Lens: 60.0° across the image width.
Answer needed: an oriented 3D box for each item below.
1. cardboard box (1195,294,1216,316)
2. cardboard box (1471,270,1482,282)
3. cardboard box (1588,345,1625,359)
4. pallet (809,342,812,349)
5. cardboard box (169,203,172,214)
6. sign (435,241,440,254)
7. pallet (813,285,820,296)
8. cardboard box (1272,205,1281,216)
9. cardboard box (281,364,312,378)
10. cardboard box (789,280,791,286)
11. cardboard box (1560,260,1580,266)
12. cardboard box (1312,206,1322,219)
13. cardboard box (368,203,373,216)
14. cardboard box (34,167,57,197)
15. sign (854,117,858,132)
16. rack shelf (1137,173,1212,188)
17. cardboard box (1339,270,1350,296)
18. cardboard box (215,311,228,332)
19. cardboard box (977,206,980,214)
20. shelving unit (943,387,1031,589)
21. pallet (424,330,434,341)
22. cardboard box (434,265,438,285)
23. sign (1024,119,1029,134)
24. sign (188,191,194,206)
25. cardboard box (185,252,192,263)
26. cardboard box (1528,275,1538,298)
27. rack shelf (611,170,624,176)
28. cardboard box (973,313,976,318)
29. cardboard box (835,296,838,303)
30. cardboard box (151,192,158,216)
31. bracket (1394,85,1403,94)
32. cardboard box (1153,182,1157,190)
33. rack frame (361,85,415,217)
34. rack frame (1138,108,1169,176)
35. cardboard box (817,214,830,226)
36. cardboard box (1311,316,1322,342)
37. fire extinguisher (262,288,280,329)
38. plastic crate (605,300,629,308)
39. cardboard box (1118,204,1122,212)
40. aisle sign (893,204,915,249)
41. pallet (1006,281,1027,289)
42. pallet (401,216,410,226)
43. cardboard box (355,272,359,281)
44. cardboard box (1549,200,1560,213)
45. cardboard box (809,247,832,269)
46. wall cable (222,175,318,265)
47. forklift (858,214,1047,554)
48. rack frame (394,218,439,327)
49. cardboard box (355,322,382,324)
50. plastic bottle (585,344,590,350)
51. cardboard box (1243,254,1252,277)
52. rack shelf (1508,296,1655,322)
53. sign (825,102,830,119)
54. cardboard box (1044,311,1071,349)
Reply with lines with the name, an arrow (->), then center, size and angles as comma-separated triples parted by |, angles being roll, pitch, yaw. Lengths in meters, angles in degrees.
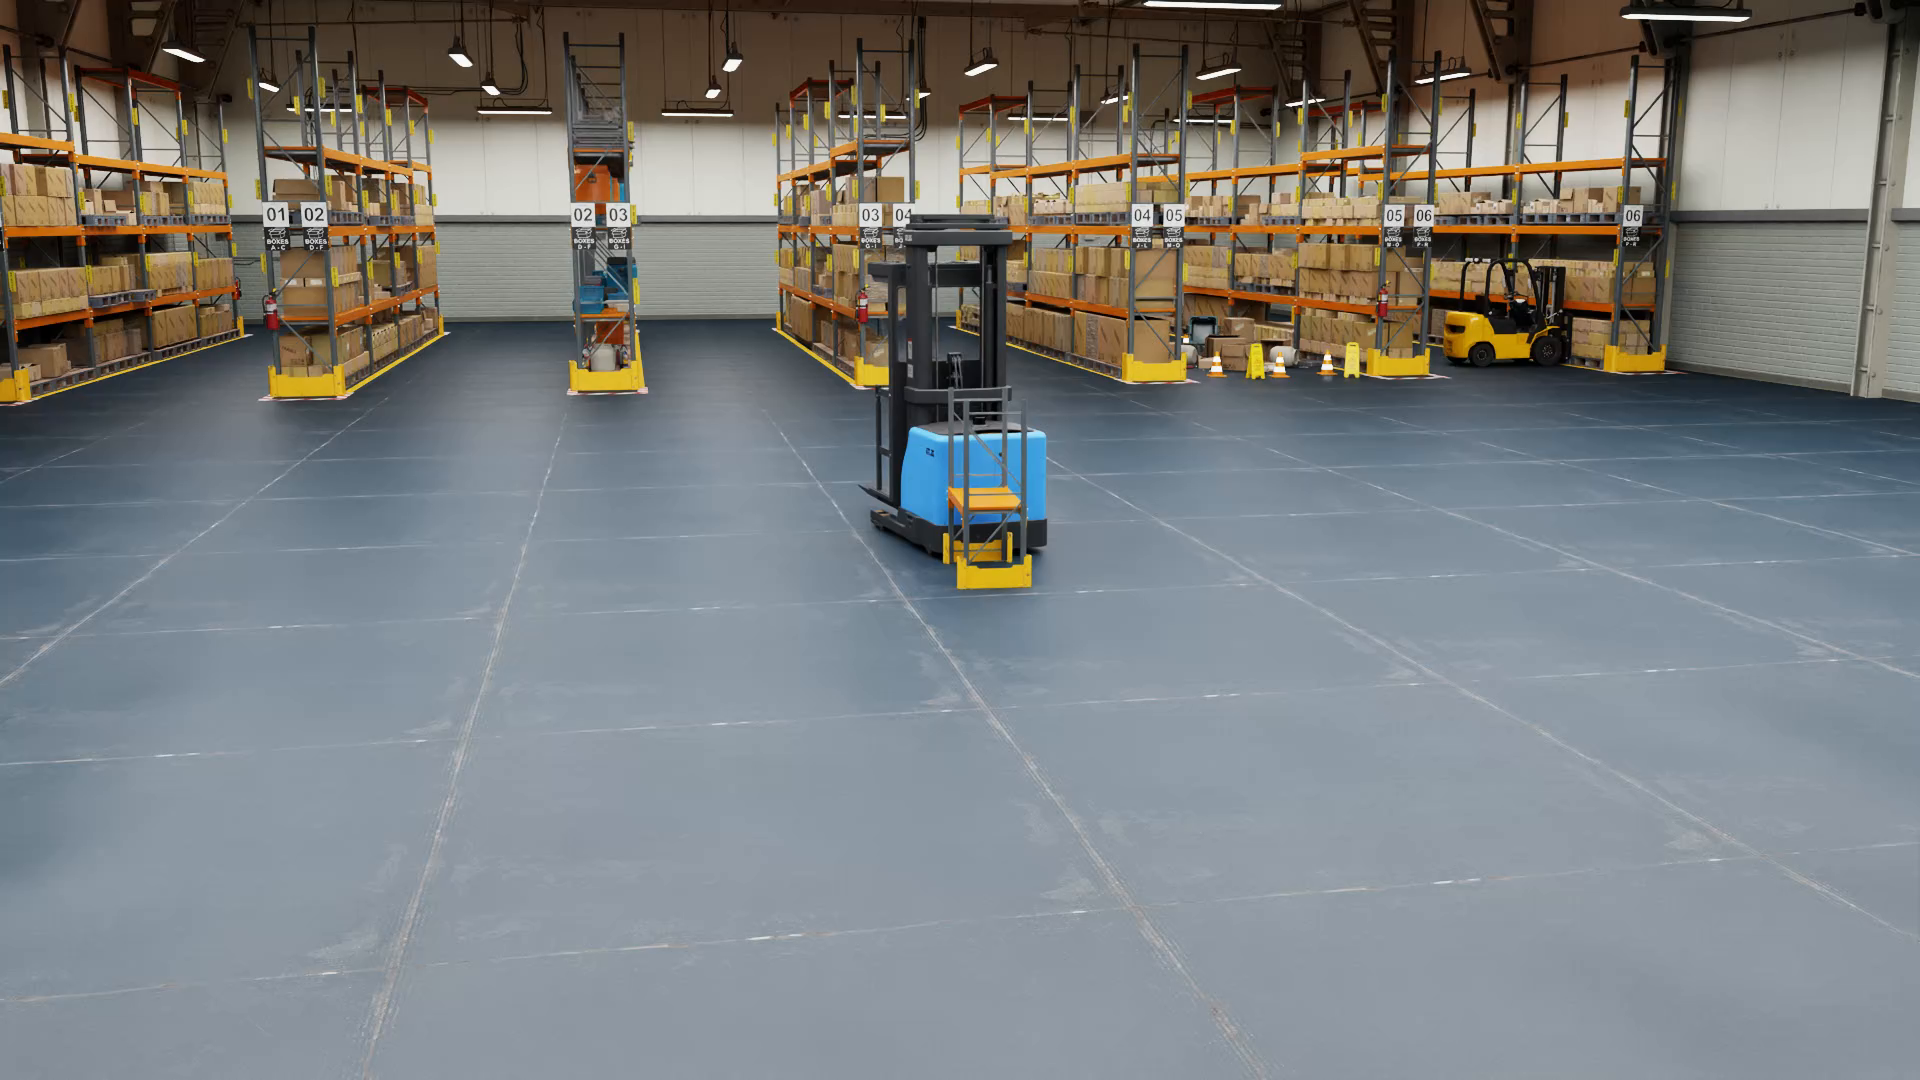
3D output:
cardboard box -> 6.476, -5.728, 41.881 | 0.875, 0.875, 0.875 | -2, 11, -9
cardboard box -> 11.970, -5.996, 37.796 | 0.500, 0.250, 0.500 | -2, 11, -10
cardboard box -> 12.894, -3.752, 33.172 | 0.500, 0.250, 0.500 | -2, 11, -11
pallet -> -2.929, -4.525, 38.460 | 1.003, 0.211, 1.213 | -2, 11, -11
cardboard box -> -18.567, -7.713, 38.740 | 0.500, 0.250, 0.500 | -2, 11, -10
sign -> -13.575, -7.596, 43.194 | 0.100, 0.325, 0.005 | -2, 11, -11
pallet -> -2.607, -5.526, 36.776 | 1.213, 0.211, 1.003 | -2, 11, -11
cardboard box -> 7.202, -7.269, 36.673 | 0.500, 0.250, 0.500 | -2, 11, -10
cardboard box -> -11.406, -2.864, 28.505 | 0.500, 0.250, 0.500 | -2, 11, -11
cardboard box -> -4.108, -6.496, 42.029 | 0.380, 0.149, 0.250 | -2, 11, -12
cardboard box -> 12.682, -5.722, 34.491 | 0.380, 0.149, 0.250 | -2, 11, -11
cardboard box -> 7.576, -6.735, 34.198 | 0.500, 0.250, 0.500 | -2, 11, -11
cardboard box -> -12.204, -6.712, 33.749 | 0.500, 0.250, 0.500 | -2, 11, -12
cardboard box -> -16.056, -6.220, 28.888 | 0.500, 0.500, 0.500 | -3, 11, -13
sign -> -2.319, -9.214, 36.882 | 0.100, 0.325, 0.005 | -2, 11, -11
rack shelf -> 5.704, -9.606, 44.644 | 1.077, 0.370, 4.000 | -2, 11, -11
cardboard box -> 7.864, -5.109, 33.009 | 0.500, 0.500, 0.500 | -2, 11, -11
cardboard box -> -18.650, -5.436, 41.351 | 0.700, 0.500, 0.500 | -2, 11, -11
cardboard box -> 0.722, -8.555, 43.218 | 0.500, 0.250, 0.500 | -2, 11, -9
shelving unit -> 0.213, -0.453, 13.617 | 0.587, 1.500, 1.083 | -1, 11, -7
pallet -> -13.719, -5.102, 41.491 | 1.003, 0.211, 1.213 | -2, 11, -11
cardboard box -> -13.769, -6.832, 42.856 | 0.500, 0.500, 0.500 | -2, 11, -9
sign -> 1.505, -9.333, 37.506 | 0.100, 0.325, 0.005 | -2, 11, -11
sign -> -17.673, -7.844, 38.195 | 0.100, 0.325, 0.005 | -2, 11, -11
cardboard box -> -17.862, -6.438, 37.930 | 0.500, 0.250, 0.500 | -2, 11, -10
cardboard box -> 12.465, -5.419, 35.430 | 0.500, 0.500, 0.500 | -2, 11, -10
rack shelf -> -8.097, -8.331, 37.949 | 1.077, 0.370, 4.000 | -2, 11, -11
cardboard box -> 0.550, -6.033, 44.630 | 0.380, 0.149, 0.250 | -3, 11, -14
cardboard box -> -2.289, -4.794, 33.086 | 0.380, 0.149, 0.250 | -2, 11, -11
cardboard box -> -17.934, -7.320, 36.221 | 0.700, 0.500, 0.500 | -2, 11, -11
bracket -> 11.443, -11.810, 43.603 | 0.235, 0.232, 0.430 | -2, 11, -11
cardboard box -> 3.791, -6.558, 30.810 | 0.380, 0.149, 0.250 | -2, 11, -11
rack frame -> -13.345, -9.069, 38.829 | 1.000, 3.000, 0.127 | -2, 11, -11
rack frame -> 5.315, -10.522, 46.466 | 1.000, 3.000, 0.127 | -2, 11, -11
cardboard box -> -2.799, -6.864, 35.669 | 0.500, 0.250, 0.500 | -2, 11, -10
cardboard box -> 7.615, -4.382, 34.478 | 0.500, 0.500, 0.500 | -2, 11, -9
fire extinguisher -> -11.444, -3.844, 27.631 | 0.296, 0.674, 0.183 | -2, 11, -11
plastic crate -> -6.366, -4.416, 31.132 | 0.530, 0.136, 0.437 | -2, 11, -11
cardboard box -> 3.146, -6.143, 30.759 | 0.380, 0.149, 0.250 | -2, 11, -11
aisle sign -> -0.987, -5.557, 29.471 | 0.394, 0.787, 0.004 | -2, 11, -11
pallet -> 1.610, -6.177, 40.193 | 1.003, 0.211, 1.213 | -2, 11, -11
pallet -> -13.083, -7.191, 37.487 | 1.213, 0.211, 1.003 | -2, 11, -11
cardboard box -> -11.480, -4.935, 31.152 | 0.380, 0.149, 0.250 | -2, 11, -12
cardboard box -> 12.508, -6.935, 34.611 | 0.396, 0.266, 0.258 | -2, 11, -12
cardboard box -> -3.100, -6.544, 38.658 | 0.797, 0.503, 0.637 | -2, 11, -10
wall cable -> -19.731, -9.146, 47.542 | 3.097, 2.526, 0.112 | -2, 11, -11
forklift -> -0.213, -1.550, 15.554 | 1.130, 2.935, 3.031 | -4, 11, -20
rack frame -> -14.123, -6.855, 43.245 | 1.000, 3.000, 0.127 | -2, 11, -11
cardboard box -> -12.980, -4.539, 36.585 | 0.500, 0.500, 0.500 | -2, 11, -9
plastic bottle -> -7.180, -3.586, 31.974 | 0.144, 0.351, 0.185 | -2, 11, -9
cardboard box -> 6.840, -6.323, 38.263 | 0.500, 0.500, 0.500 | -2, 11, -8
rack shelf -> 12.906, -4.835, 34.556 | 1.077, 0.370, 4.000 | -2, 11, -11
sign -> -2.615, -8.476, 32.796 | 0.100, 0.325, 0.005 | -2, 11, -11
cardboard box -> 2.420, -4.565, 36.103 | 1.050, 0.750, 0.750 | -2, 11, -11
